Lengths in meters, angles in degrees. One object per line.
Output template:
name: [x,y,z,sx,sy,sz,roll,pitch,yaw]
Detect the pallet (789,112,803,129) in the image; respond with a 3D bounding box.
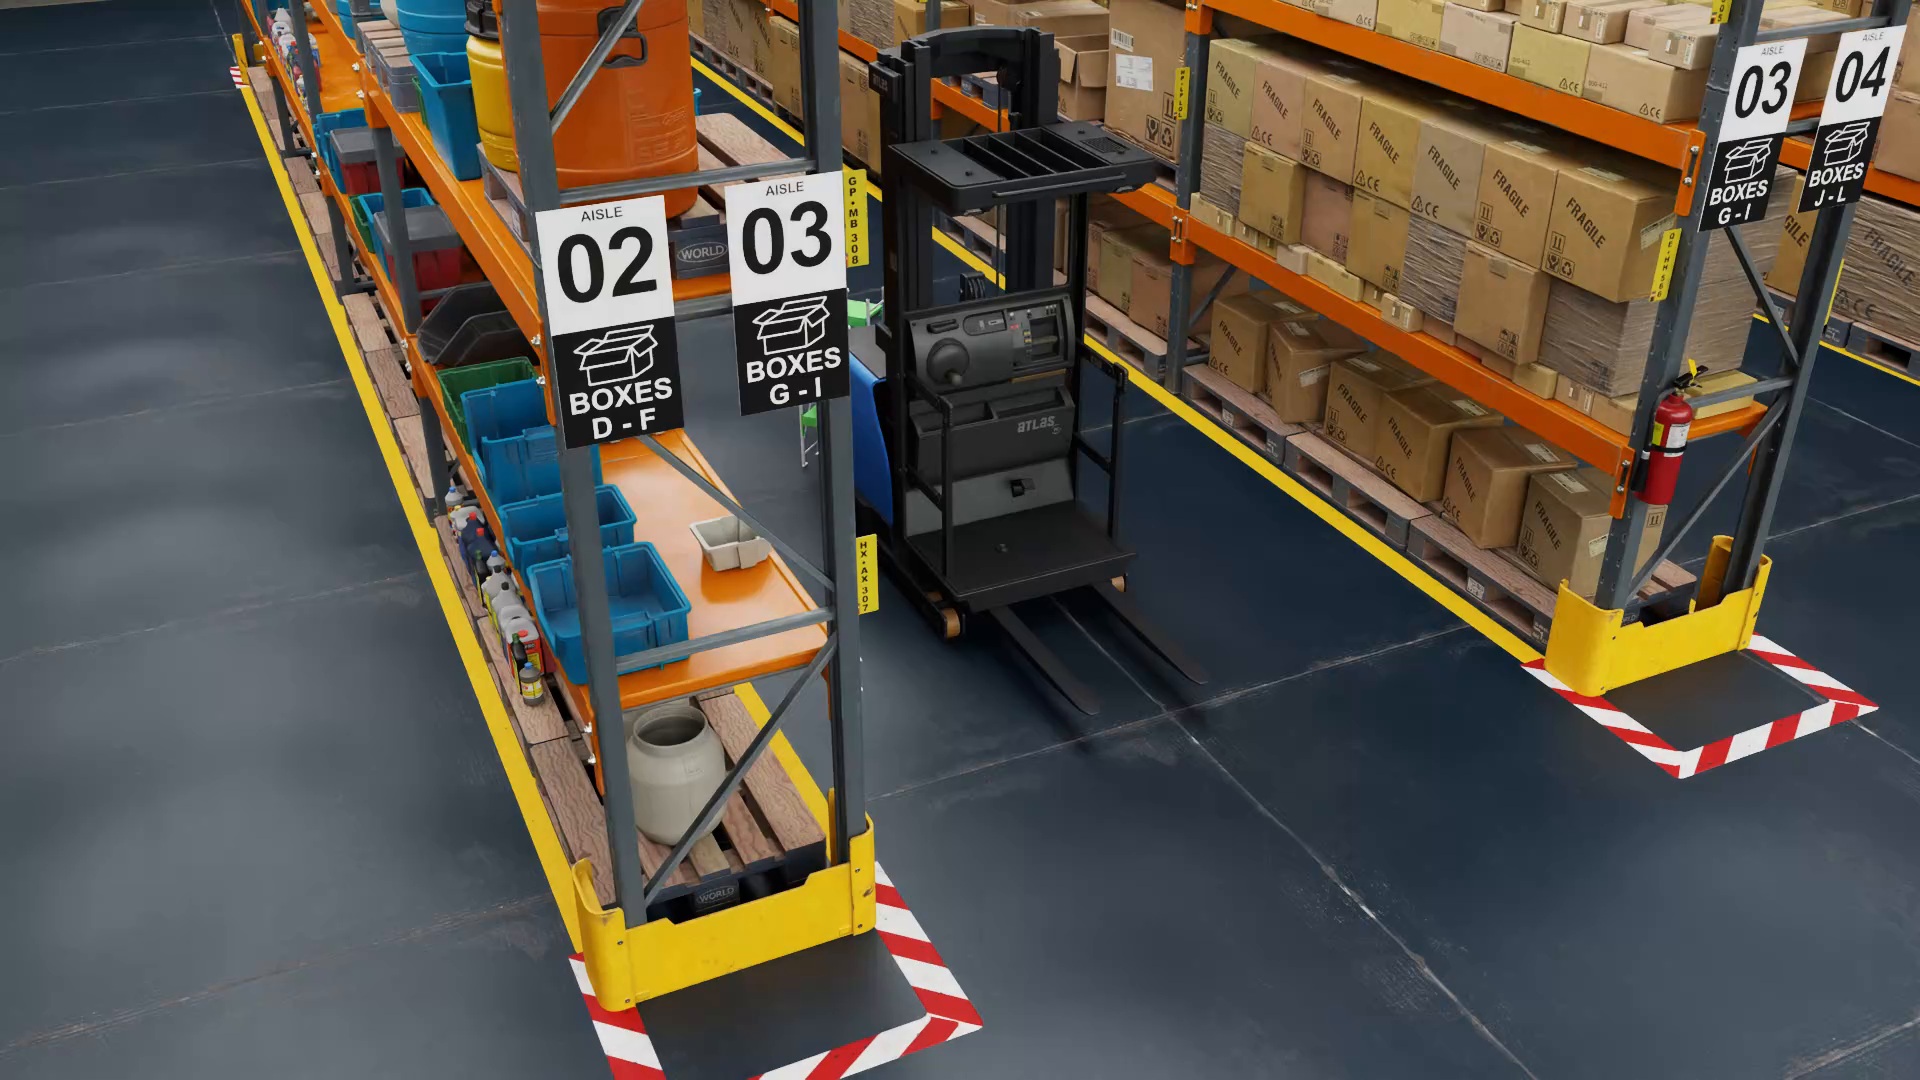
pallet: [-1.131,-4.435,17.443,1.003,0.211,1.213,-13,32,-22]

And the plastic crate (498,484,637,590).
plastic crate: [-1.611,-0.017,6.865,0.499,0.251,0.408,-13,32,-22]

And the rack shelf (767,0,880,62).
rack shelf: [-0.672,-4.779,15.941,1.077,0.370,4.000,-13,32,-22]

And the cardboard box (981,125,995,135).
cardboard box: [0.502,-3.348,13.994,0.500,0.250,0.500,-12,31,-20]

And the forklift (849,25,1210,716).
forklift: [0.268,-1.000,8.536,1.130,2.935,3.031,-13,32,-22]

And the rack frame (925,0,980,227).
rack frame: [0.187,-4.209,14.190,1.000,3.000,0.127,-13,32,-22]

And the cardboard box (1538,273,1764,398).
cardboard box: [3.410,-1.097,8.234,0.875,0.500,0.500,-13,32,-22]

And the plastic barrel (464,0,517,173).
plastic barrel: [-1.456,-1.686,6.001,0.600,0.588,0.600,0,29,0]

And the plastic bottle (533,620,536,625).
plastic bottle: [-2.075,0.461,8.272,0.097,0.201,0.097,0,29,0]

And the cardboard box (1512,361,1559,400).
cardboard box: [3.052,-0.859,8.471,0.380,0.149,0.250,-13,32,-22]

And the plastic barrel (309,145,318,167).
plastic barrel: [-5.785,-3.960,15.462,0.600,0.901,0.708,-13,32,-22]

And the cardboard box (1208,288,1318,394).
cardboard box: [2.040,-1.350,11.217,0.500,0.500,0.500,-14,32,-23]

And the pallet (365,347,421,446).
pallet: [-3.469,-1.065,11.433,1.003,0.211,1.213,-13,32,-22]

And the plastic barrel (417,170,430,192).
plastic barrel: [-3.471,-2.622,11.246,0.421,0.512,0.421,0,29,0]

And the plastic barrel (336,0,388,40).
plastic barrel: [-2.984,-3.108,8.647,0.600,0.901,0.708,-13,32,-22]

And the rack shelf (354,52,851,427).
rack shelf: [-1.711,-1.513,7.051,1.077,0.370,4.000,-13,32,-22]

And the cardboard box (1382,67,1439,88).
cardboard box: [2.775,-2.469,9.658,0.500,0.500,0.500,-13,32,-22]

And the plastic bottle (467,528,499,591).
plastic bottle: [-2.516,0.088,8.784,0.144,0.351,0.185,-15,32,-24]

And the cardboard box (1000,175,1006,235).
cardboard box: [0.742,-2.777,13.741,0.700,0.500,0.500,-16,33,-26]

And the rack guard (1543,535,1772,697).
rack guard: [3.589,0.381,8.559,1.175,0.500,0.348,-13,32,-22]

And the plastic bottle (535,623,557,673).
plastic bottle: [-2.024,0.499,8.122,0.061,0.283,0.133,-13,32,-22]

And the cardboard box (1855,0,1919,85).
cardboard box: [6.896,-3.587,11.822,0.875,0.550,0.550,-13,32,-22]

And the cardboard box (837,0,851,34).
cardboard box: [-0.901,-5.094,15.665,0.500,0.500,0.500,-12,32,-21]

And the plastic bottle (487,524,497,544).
plastic bottle: [-2.467,-0.025,8.987,0.144,0.351,0.185,-13,32,-22]

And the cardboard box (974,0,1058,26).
cardboard box: [0.455,-4.206,13.652,0.500,0.500,0.500,-17,34,-28]

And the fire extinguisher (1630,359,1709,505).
fire extinguisher: [3.254,-0.494,7.644,0.296,0.674,0.183,-13,32,-22]

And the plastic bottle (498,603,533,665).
plastic bottle: [-2.179,0.463,8.192,0.152,0.276,0.135,-14,32,-23]

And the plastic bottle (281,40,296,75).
plastic bottle: [-5.652,-4.086,14.097,0.152,0.276,0.135,-13,32,-22]

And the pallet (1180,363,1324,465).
pallet: [2.224,-0.937,11.205,1.003,0.211,1.213,-13,32,-22]

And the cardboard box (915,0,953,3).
cardboard box: [-0.112,-5.017,14.502,0.797,0.503,0.637,-12,31,-20]

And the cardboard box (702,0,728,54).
cardboard box: [-2.510,-6.332,19.718,0.875,0.875,0.875,-13,32,-22]

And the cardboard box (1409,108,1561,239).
cardboard box: [2.730,-1.917,8.673,0.500,0.500,0.500,-13,32,-22]

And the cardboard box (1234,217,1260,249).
cardboard box: [1.953,-1.957,10.430,0.380,0.149,0.250,-13,32,-22]

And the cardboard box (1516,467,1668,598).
cardboard box: [3.368,-0.048,8.894,0.500,0.500,0.500,-7,30,-13]

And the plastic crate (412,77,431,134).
plastic crate: [-2.138,-1.864,7.157,0.336,0.188,0.450,-13,32,-22]

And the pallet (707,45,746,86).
pallet: [-2.314,-5.652,19.614,1.003,0.211,1.213,-13,32,-22]

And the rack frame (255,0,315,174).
rack frame: [-6.004,-4.936,15.486,1.000,3.000,0.127,-13,32,-22]

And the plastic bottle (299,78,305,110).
plastic bottle: [-5.145,-3.531,13.112,0.097,0.271,0.097,0,29,0]

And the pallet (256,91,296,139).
pallet: [-6.882,-4.576,17.695,1.003,0.211,1.213,-13,32,-22]

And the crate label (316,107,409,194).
crate label: [-4.104,-2.689,11.443,0.502,0.435,0.616,-13,32,-22]

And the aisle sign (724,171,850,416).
aisle sign: [-0.556,-0.799,5.450,0.394,0.787,0.004,-13,32,-22]

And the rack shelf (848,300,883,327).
rack shelf: [-0.727,-1.358,10.095,0.480,0.148,0.258,12,31,20]

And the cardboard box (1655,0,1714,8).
cardboard box: [3.468,-2.483,7.790,0.380,0.149,0.250,-14,32,-23]

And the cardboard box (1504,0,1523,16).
cardboard box: [2.875,-2.628,8.049,0.380,0.149,0.250,-13,32,-21]

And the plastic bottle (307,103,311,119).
plastic bottle: [-4.944,-3.309,12.704,0.061,0.283,0.133,-13,32,-22]

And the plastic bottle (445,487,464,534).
plastic bottle: [-2.828,-0.171,9.329,0.097,0.271,0.097,0,29,0]

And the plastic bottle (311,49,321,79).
plastic bottle: [-5.413,-3.972,13.897,0.097,0.271,0.097,0,29,0]

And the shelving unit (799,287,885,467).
shelving unit: [-0.727,-0.996,10.299,0.503,1.200,0.258,12,31,20]

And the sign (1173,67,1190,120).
sign: [1.404,-2.829,10.545,0.100,0.325,0.005,-13,32,-22]

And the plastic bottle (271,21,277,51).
plastic bottle: [-6.066,-4.480,14.803,0.097,0.271,0.097,0,29,0]

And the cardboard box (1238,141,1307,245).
cardboard box: [2.224,-2.176,10.157,0.875,0.500,0.500,-13,32,-22]

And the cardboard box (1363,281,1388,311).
cardboard box: [2.529,-1.414,9.462,0.380,0.149,0.250,-13,32,-22]

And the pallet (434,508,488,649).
pallet: [-2.318,0.119,9.321,1.003,0.211,1.213,-13,32,-22]

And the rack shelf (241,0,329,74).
rack shelf: [-6.862,-5.506,17.238,1.077,0.370,4.000,-13,32,-22]

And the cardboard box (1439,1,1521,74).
cardboard box: [2.756,-2.526,8.274,0.500,0.250,0.500,-12,32,-21]
